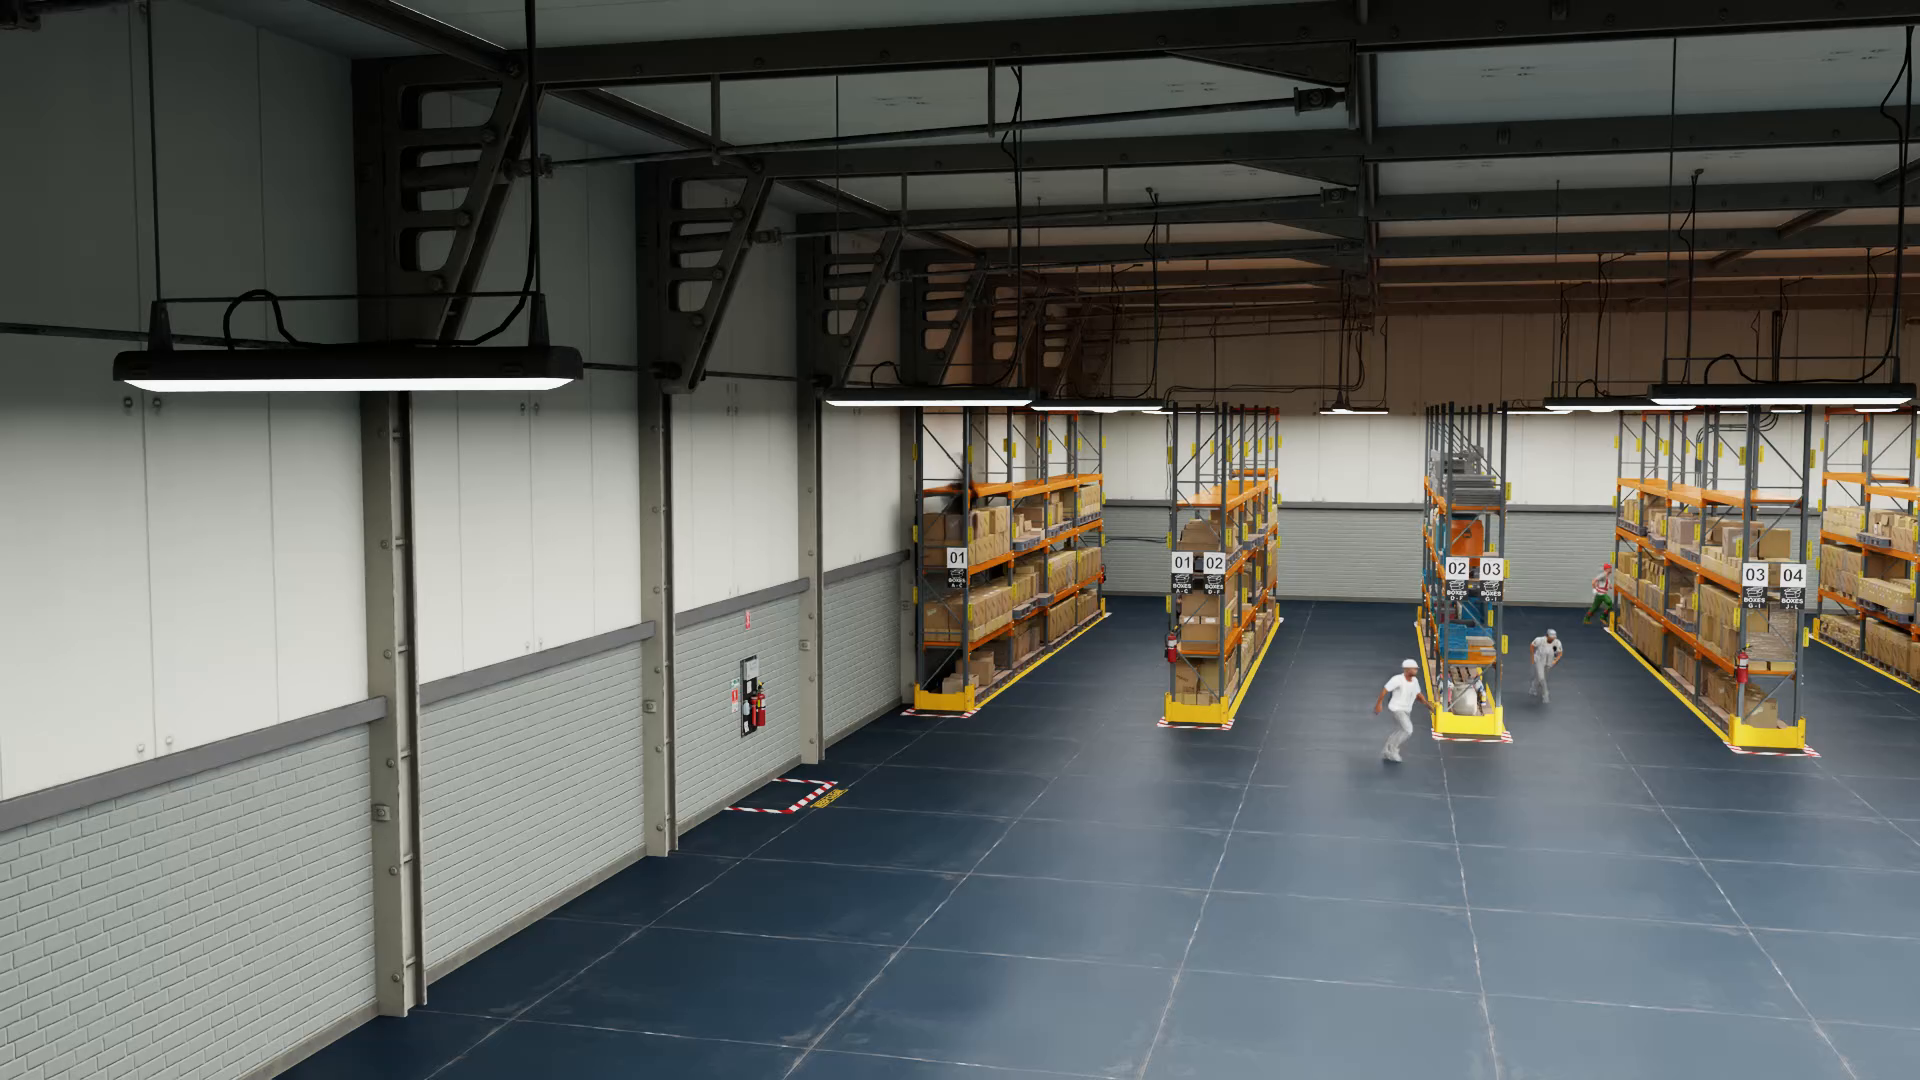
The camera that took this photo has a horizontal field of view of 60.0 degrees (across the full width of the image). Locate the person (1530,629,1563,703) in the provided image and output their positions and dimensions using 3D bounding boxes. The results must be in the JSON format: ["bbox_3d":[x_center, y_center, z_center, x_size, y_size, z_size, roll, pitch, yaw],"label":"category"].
[{"bbox_3d":[11.829,2.512,33.664,0.598,1.523,1.101,0,4,2],"label":"person"}]

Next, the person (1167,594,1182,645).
[{"bbox_3d":[5.552,1.779,41.738,0.672,1.715,1.035,2,5,30],"label":"person"}]

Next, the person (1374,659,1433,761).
[{"bbox_3d":[7.366,2.817,27.509,0.680,1.711,0.821,-4,6,-41],"label":"person"}]

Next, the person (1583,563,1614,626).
[{"bbox_3d":[17.577,1.480,45.456,0.994,1.692,0.662,1,4,19],"label":"person"}]
